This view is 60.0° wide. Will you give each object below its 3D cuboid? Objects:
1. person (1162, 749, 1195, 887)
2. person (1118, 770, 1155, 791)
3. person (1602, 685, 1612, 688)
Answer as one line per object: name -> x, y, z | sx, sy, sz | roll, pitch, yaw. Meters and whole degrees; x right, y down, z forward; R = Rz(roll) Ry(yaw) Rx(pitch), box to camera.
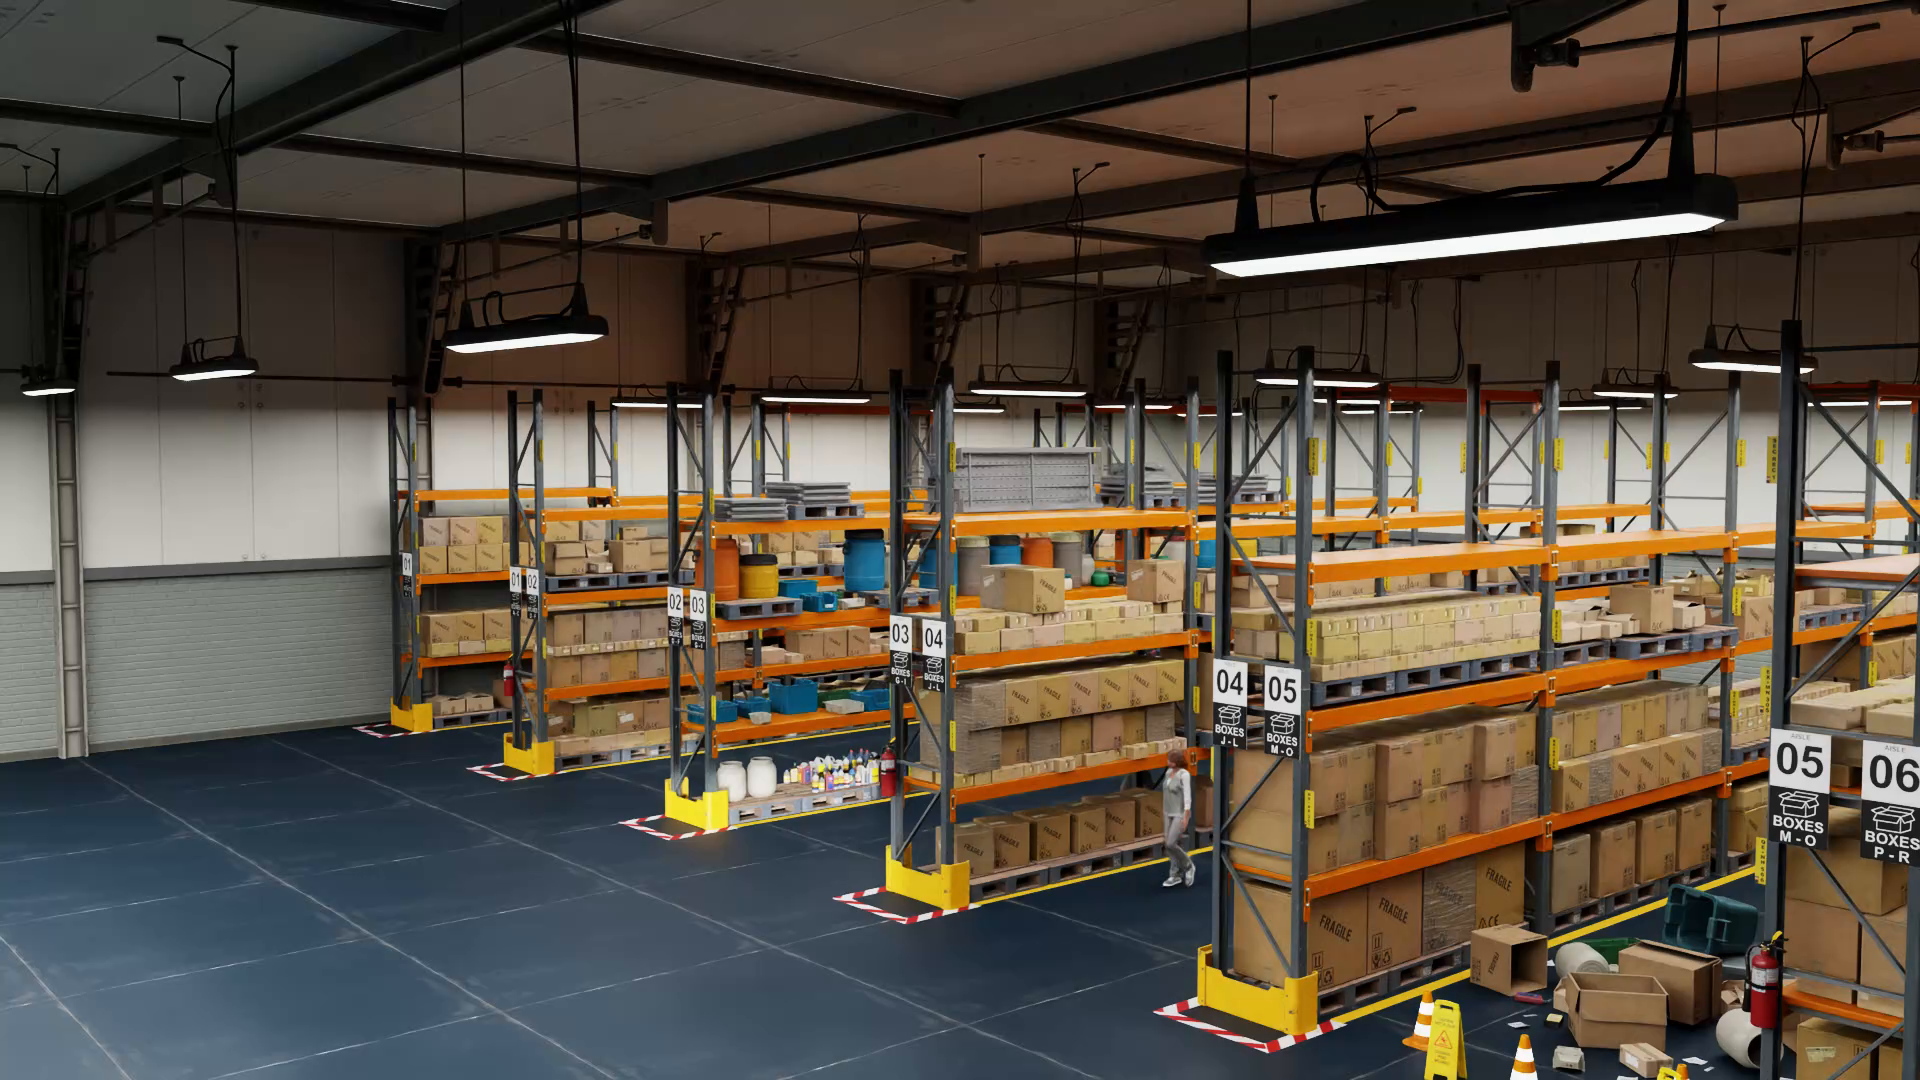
person -> 2.505, 3.226, 19.341 | 0.408, 1.604, 0.467 | -2, 4, -29
person -> 2.481, 2.927, 24.138 | 0.992, 1.609, 0.464 | -2, 4, -33
person -> 9.011, 2.937, 23.203 | 0.529, 1.817, 0.556 | 2, 4, 36
